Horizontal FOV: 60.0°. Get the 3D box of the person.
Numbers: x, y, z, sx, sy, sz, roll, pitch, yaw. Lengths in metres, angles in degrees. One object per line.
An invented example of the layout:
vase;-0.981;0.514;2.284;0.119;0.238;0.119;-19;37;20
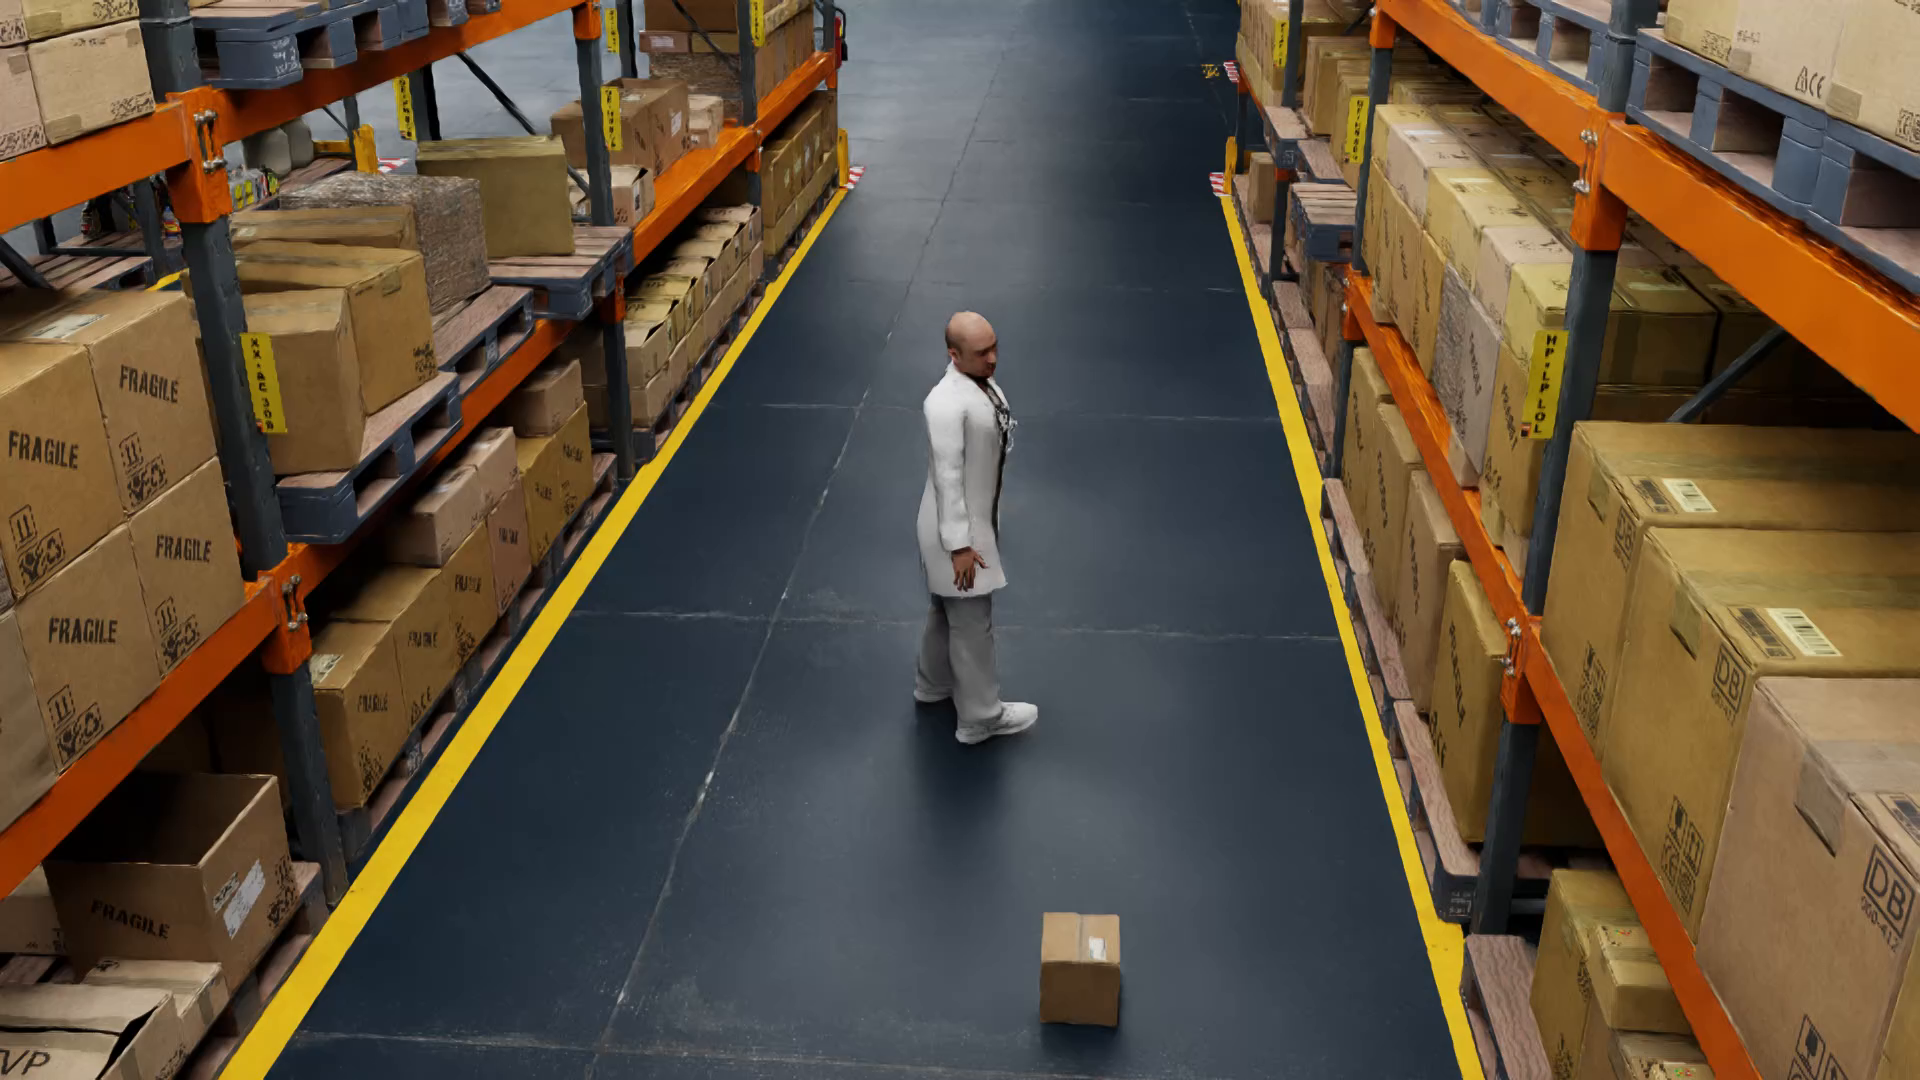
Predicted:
person;0.053;-0.053;6.685;0.567;1.788;0.663;5;25;12
